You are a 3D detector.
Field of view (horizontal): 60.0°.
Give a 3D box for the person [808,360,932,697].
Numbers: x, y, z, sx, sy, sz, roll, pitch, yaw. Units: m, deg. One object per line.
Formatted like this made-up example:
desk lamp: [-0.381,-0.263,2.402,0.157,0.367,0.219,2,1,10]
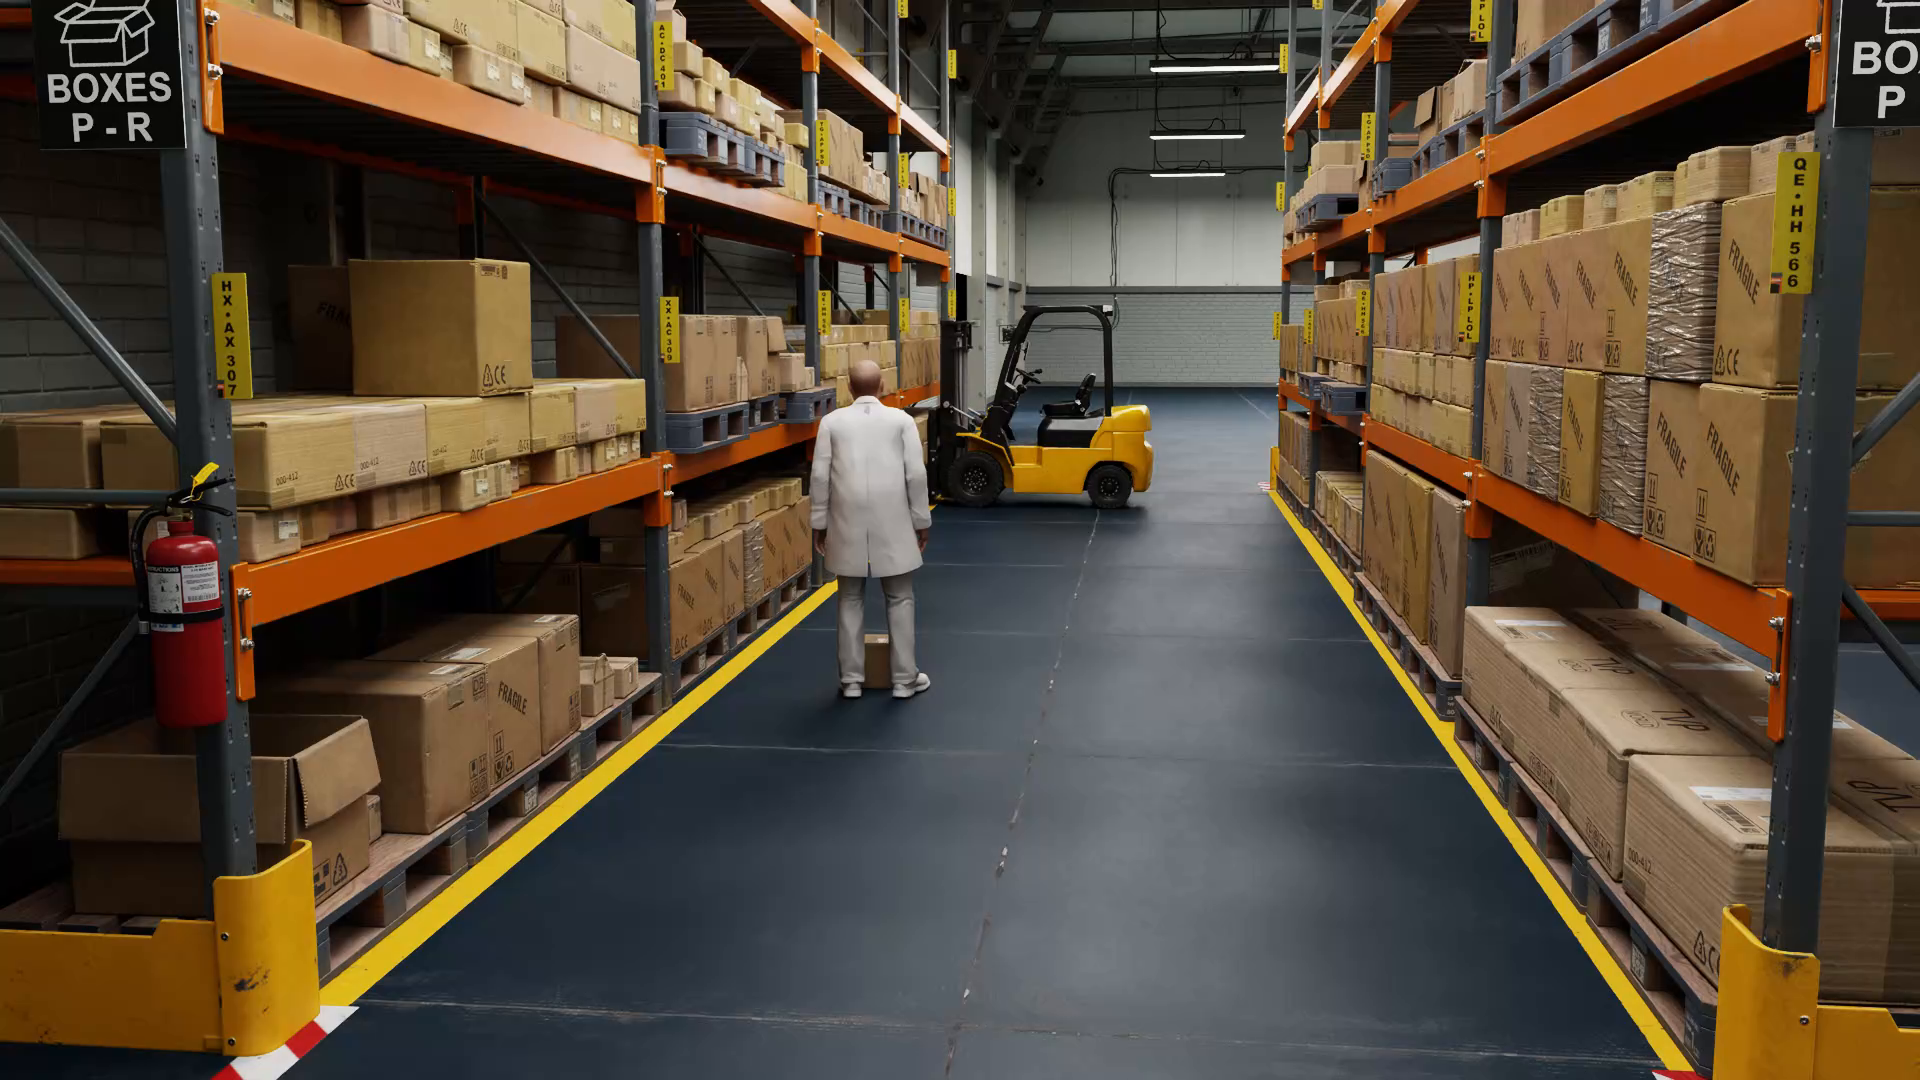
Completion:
person: [-0.477,-0.060,8.804,0.655,1.775,0.423,0,7,2]
